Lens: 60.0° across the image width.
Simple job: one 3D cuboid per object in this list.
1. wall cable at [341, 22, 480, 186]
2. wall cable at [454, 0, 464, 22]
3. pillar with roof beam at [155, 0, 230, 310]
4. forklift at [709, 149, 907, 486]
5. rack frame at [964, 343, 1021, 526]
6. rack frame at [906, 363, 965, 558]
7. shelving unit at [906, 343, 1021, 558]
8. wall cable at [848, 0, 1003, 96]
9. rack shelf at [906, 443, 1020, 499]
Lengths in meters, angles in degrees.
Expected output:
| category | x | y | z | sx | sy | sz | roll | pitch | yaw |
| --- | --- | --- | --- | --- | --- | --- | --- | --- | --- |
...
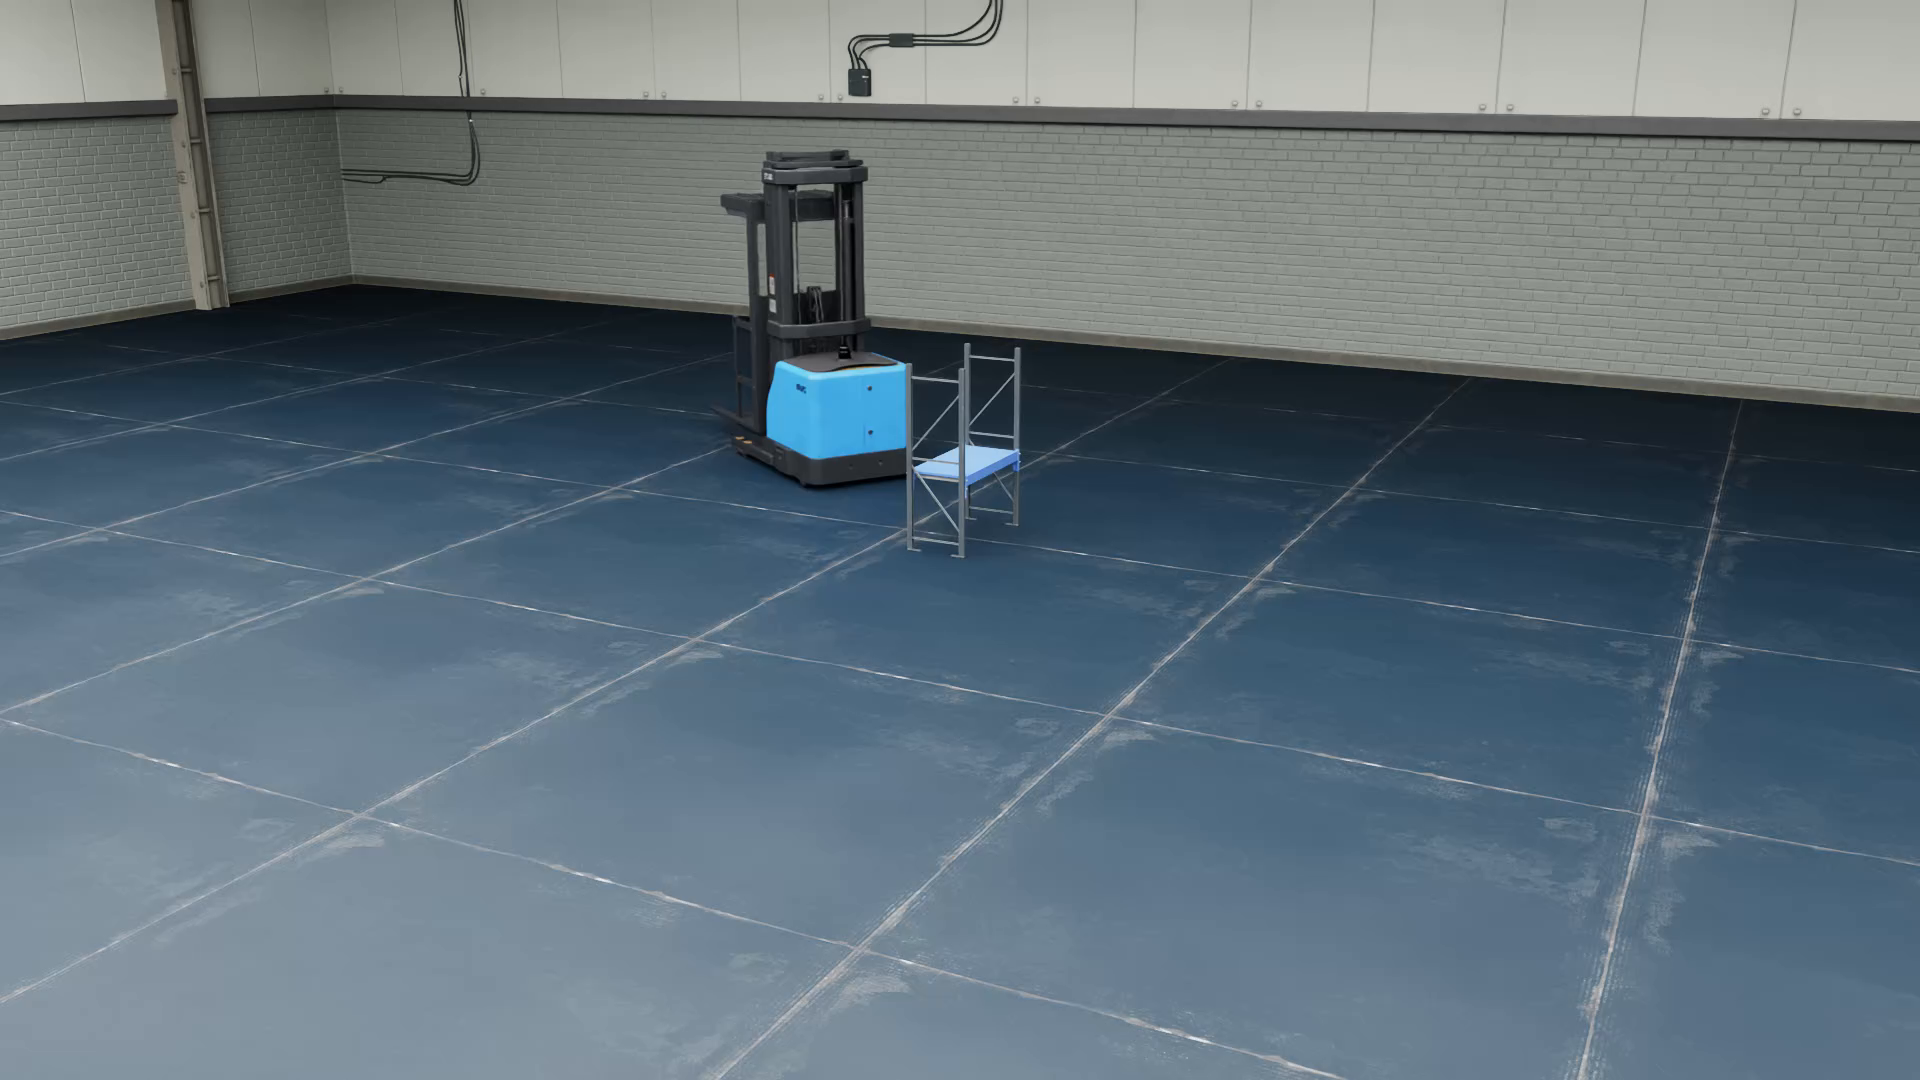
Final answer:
| category | x | y | z | sx | sy | sz | roll | pitch | yaw |
| --- | --- | --- | --- | --- | --- | --- | --- | --- | --- |
| wall cable | -8.980 | -6.976 | 26.658 | 3.097 | 2.526 | 0.112 | 8 | 18 | 25 |
| wall cable | -6.560 | -9.052 | 24.781 | 3.097 | 2.526 | 0.112 | 8 | 18 | 25 |
| pillar with roof beam | -7.628 | -7.334 | 22.412 | 9.100 | 9.000 | 0.400 | 8 | 18 | 25 |
| forklift | -1.600 | -2.266 | 16.007 | 1.130 | 2.935 | 3.031 | -9 | 19 | -28 |
| rack frame | 0.265 | -0.870 | 13.820 | 0.500 | 1.500 | 0.032 | 8 | 18 | 25 |
| rack frame | -0.189 | -0.611 | 12.948 | 0.500 | 1.500 | 0.032 | 8 | 18 | 25 |
| shelving unit | 0.038 | -0.741 | 13.384 | 0.538 | 1.500 | 1.048 | 8 | 18 | 25 |
| wall cable | -0.494 | -8.882 | 21.652 | 2.305 | 6.003 | 0.169 | 8 | 18 | 25 |
| rack shelf | 0.038 | -0.568 | 13.435 | 0.538 | 0.185 | 1.000 | 8 | 18 | 25 |
